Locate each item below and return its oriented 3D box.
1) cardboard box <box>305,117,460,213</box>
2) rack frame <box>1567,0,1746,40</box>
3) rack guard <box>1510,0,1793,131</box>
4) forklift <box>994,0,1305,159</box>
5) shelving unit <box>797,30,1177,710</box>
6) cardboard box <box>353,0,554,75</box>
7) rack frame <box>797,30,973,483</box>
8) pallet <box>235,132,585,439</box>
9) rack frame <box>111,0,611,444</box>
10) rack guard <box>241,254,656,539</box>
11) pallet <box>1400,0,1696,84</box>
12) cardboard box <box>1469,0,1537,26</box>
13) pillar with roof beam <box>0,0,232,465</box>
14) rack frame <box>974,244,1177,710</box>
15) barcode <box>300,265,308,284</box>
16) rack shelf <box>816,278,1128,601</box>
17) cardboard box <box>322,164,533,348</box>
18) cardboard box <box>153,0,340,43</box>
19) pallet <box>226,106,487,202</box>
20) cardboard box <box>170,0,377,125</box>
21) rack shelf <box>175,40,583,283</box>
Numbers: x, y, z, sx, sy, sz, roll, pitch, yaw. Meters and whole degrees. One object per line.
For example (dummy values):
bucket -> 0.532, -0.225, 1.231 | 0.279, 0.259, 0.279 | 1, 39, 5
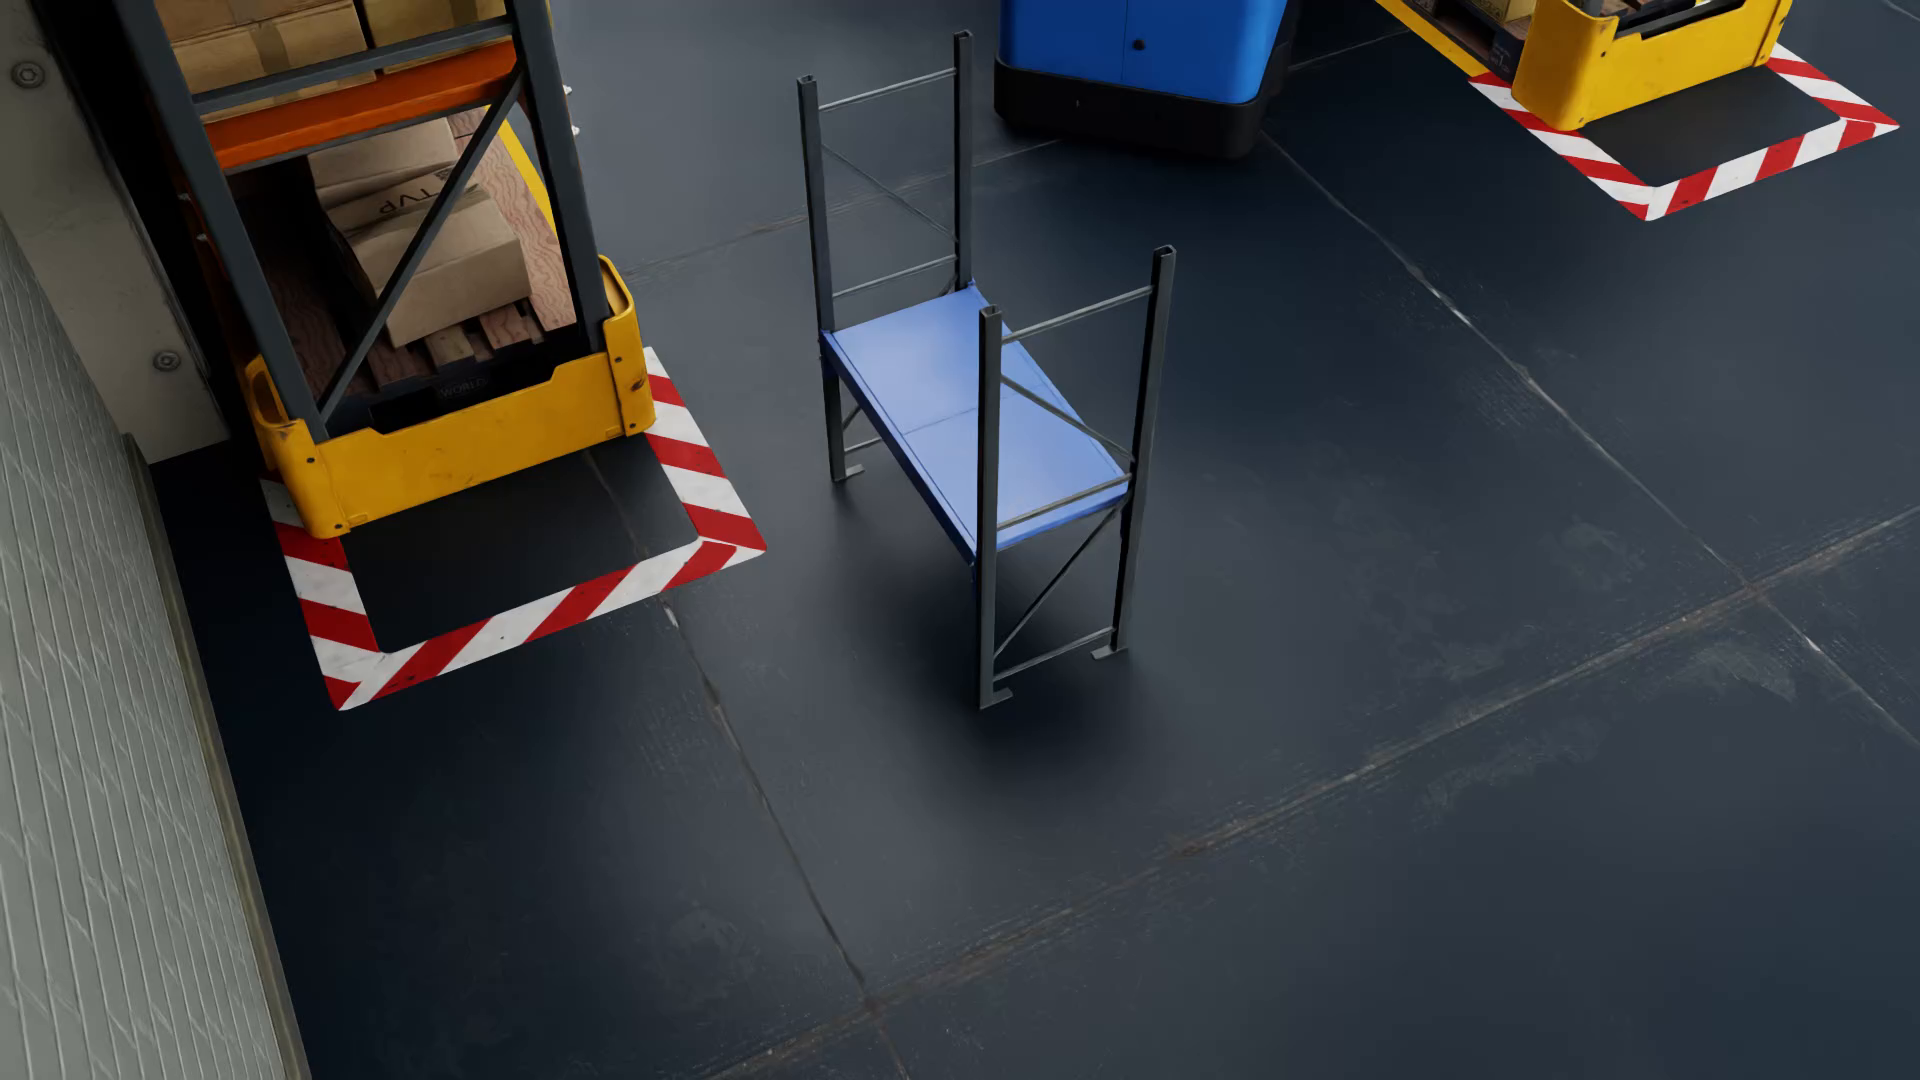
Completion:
cardboard box -> -2.065, -1.373, 5.952 | 0.500, 0.311, 0.500 | -17, 51, -15
rack frame -> 2.836, -2.946, 5.834 | 1.000, 3.000, 0.127 | -21, 52, -18
rack guard -> 2.847, -2.107, 6.761 | 1.175, 0.500, 0.348 | -21, 52, -18
forklift -> 1.049, -3.581, 6.435 | 1.130, 2.935, 3.031 | 13, 50, 11
shelving unit -> 0.039, -0.437, 4.636 | 0.538, 1.500, 1.048 | -21, 52, -18
cardboard box -> -1.508, -1.631, 4.770 | 0.500, 0.250, 0.500 | -23, 53, -19
rack frame -> -0.194, -0.777, 4.933 | 0.500, 1.500, 0.032 | -21, 52, -18
pallet -> -1.942, -0.926, 5.920 | 1.003, 0.211, 1.213 | -21, 52, -18
rack frame -> -1.567, -1.238, 4.340 | 1.000, 3.000, 0.127 | -21, 52, -18
rack guard -> -1.602, -0.466, 5.325 | 1.175, 0.500, 0.348 | -21, 52, -18
pallet -> 2.448, -2.526, 7.319 | 1.003, 0.211, 1.213 | -21, 52, -18
cardboard box -> 2.327, -2.437, 6.936 | 0.500, 0.250, 0.500 | -21, 52, -18
pillar with roof beam -> 1.171, -4.866, 3.528 | 9.100, 9.000, 0.400 | -21, 52, -18
rack frame -> 0.272, -0.096, 4.338 | 0.500, 1.500, 0.032 | -21, 52, -18
barcode -> -2.168, -0.869, 5.505 | 0.001, 0.075, 0.075 | -21, 52, -18
rack shelf -> 0.039, -0.318, 4.771 | 0.538, 0.185, 1.000 | -21, 52, -18
cardboard box -> -1.804, -0.991, 5.618 | 0.500, 0.311, 0.500 | -27, 54, -21
cardboard box -> -1.972, -1.684, 4.318 | 0.500, 0.500, 0.500 | -22, 52, -18
pallet -> -2.497, -1.742, 6.633 | 1.003, 0.211, 1.213 | -21, 52, -18
cardboard box -> -1.954, -1.441, 4.604 | 0.500, 0.250, 0.500 | -20, 52, -17
rack shelf -> -2.483, -2.339, 5.781 | 1.077, 0.370, 4.000 | -21, 52, -18
